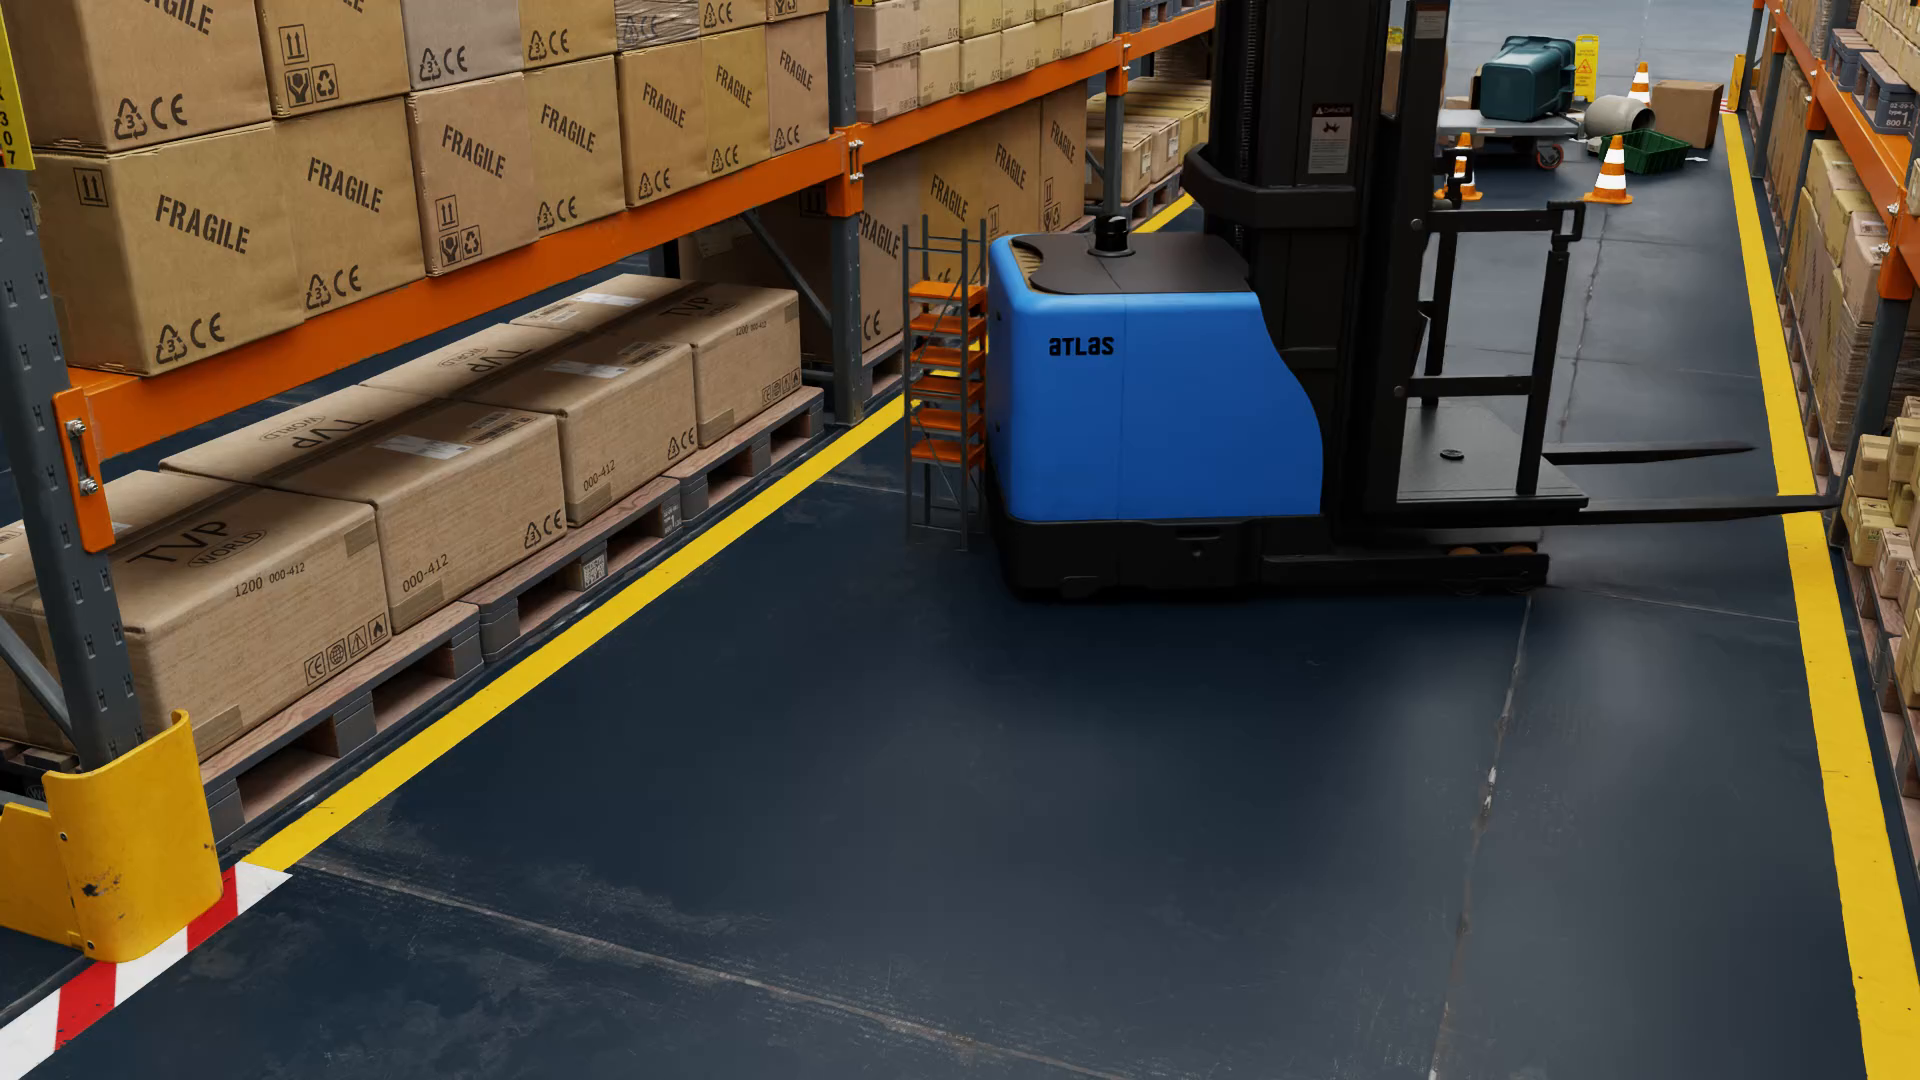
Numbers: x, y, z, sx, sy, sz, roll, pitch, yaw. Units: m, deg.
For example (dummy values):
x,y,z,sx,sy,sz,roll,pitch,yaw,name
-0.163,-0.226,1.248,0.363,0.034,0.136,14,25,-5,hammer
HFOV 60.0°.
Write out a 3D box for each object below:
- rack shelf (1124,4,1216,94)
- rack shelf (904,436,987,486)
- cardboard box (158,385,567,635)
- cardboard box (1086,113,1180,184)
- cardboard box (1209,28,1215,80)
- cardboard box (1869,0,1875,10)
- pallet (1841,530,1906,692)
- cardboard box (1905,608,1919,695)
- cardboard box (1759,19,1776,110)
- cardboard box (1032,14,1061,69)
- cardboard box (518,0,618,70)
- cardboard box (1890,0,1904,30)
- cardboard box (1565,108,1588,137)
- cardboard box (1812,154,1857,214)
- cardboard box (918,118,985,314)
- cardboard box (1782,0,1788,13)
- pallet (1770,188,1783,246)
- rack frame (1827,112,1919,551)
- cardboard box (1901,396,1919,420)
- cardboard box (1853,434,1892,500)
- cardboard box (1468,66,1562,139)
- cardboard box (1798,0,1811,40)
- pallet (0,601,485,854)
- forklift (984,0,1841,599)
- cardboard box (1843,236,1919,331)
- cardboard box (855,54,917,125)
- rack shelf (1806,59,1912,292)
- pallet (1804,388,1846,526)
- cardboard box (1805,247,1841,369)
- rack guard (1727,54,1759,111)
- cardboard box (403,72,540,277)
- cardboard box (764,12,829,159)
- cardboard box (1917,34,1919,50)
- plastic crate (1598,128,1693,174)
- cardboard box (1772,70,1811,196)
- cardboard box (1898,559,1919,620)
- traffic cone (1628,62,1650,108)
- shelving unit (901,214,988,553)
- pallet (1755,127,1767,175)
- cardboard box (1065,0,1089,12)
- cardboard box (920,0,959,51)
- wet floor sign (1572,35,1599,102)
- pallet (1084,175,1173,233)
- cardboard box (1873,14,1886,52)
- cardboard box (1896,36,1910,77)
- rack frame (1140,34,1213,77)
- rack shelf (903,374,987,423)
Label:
x,y,z,sx,sy,sz,roll,pitch,yaw,name
1.307,-3.788,12.359,1.077,0.370,4.000,9,24,20,rack shelf
-0.054,-0.294,6.135,0.258,0.103,0.180,8,24,19,rack shelf
-1.923,-0.132,5.453,0.875,0.438,0.875,9,24,21,cardboard box
1.049,-2.851,12.048,0.950,0.372,0.625,8,24,19,cardboard box
2.519,-4.279,14.652,0.500,0.500,0.500,10,25,23,cardboard box
4.732,-2.705,8.229,0.380,0.149,0.250,10,25,23,cardboard box
3.495,0.232,5.420,1.003,0.211,1.213,9,24,20,pallet
2.717,0.321,4.357,0.380,0.149,0.250,9,24,21,cardboard box
7.653,-4.240,14.722,0.875,0.875,0.875,8,24,19,cardboard box
0.240,-2.754,9.145,0.500,0.250,0.500,9,24,20,cardboard box
-1.411,-1.729,5.072,0.500,0.500,0.500,9,24,20,cardboard box
4.354,-2.341,7.358,0.380,0.149,0.250,9,24,20,cardboard box
5.611,-3.780,14.955,0.396,0.266,0.258,13,26,29,cardboard box
4.528,-1.724,8.211,0.500,0.250,0.500,8,24,19,cardboard box
-0.438,-1.744,8.744,0.875,0.875,0.875,10,24,22,cardboard box
6.238,-4.059,11.947,0.500,0.500,0.500,9,24,21,cardboard box
6.015,-2.151,11.126,1.003,0.211,1.213,9,24,20,pallet
3.711,-1.300,5.470,1.000,3.000,0.127,9,24,20,rack frame
3.391,-0.359,5.600,0.380,0.149,0.250,10,25,22,cardboard box
3.280,-0.232,5.681,0.380,0.149,0.250,10,25,22,cardboard box
4.894,-3.851,14.640,0.797,0.637,0.503,9,24,20,cardboard box
5.487,-3.334,10.211,0.500,0.500,0.500,8,24,19,cardboard box
-2.184,0.448,4.903,1.003,0.211,1.213,9,24,20,pallet
1.636,-1.361,5.705,3.031,2.935,1.130,-2,23,-4,forklift
3.753,-0.989,6.452,0.500,0.250,0.500,8,24,19,cardboard box
-0.514,-2.023,7.396,0.500,0.250,0.500,8,24,19,cardboard box
4.454,-1.684,7.323,1.077,0.370,4.000,9,24,20,rack shelf
3.999,-0.292,6.675,1.003,0.211,1.213,9,24,20,pallet
4.138,-1.008,7.469,0.500,0.500,0.500,8,24,19,cardboard box
8.178,-4.449,16.253,1.175,0.500,0.348,9,24,20,rack guard
-1.595,-1.082,4.820,0.500,0.500,0.500,9,24,20,cardboard box
-0.857,-1.816,6.576,0.500,0.500,0.500,9,24,21,cardboard box
3.965,-1.967,6.463,0.380,0.149,0.250,8,24,18,cardboard box
5.531,-3.142,13.453,0.662,0.188,0.450,-17,38,-35,plastic crate
6.174,-2.739,11.289,1.050,0.750,0.750,9,24,20,cardboard box
3.087,0.196,5.044,0.380,0.149,0.250,8,24,19,cardboard box
6.653,-4.437,16.272,0.336,0.463,0.334,9,24,20,traffic cone
-0.054,-0.556,6.025,0.258,1.200,0.189,8,24,19,shelving unit
7.038,-3.137,13.486,1.003,0.211,1.213,9,24,20,pallet
0.433,-3.172,9.497,0.500,0.250,0.500,8,24,19,cardboard box
-0.329,-2.442,7.750,0.500,0.250,0.500,9,24,21,cardboard box
6.341,-4.802,16.908,0.267,0.644,0.232,5,23,11,wet floor sign
0.855,-2.397,11.714,1.003,0.211,1.213,9,24,20,pallet
4.545,-2.389,7.858,0.380,0.149,0.250,10,25,22,cardboard box
4.156,-2.015,6.963,0.380,0.149,0.250,10,25,22,cardboard box
2.050,-4.835,13.934,1.000,3.000,0.127,9,24,20,rack frame
-0.054,-0.515,6.042,0.258,0.103,0.180,8,24,19,rack shelf
